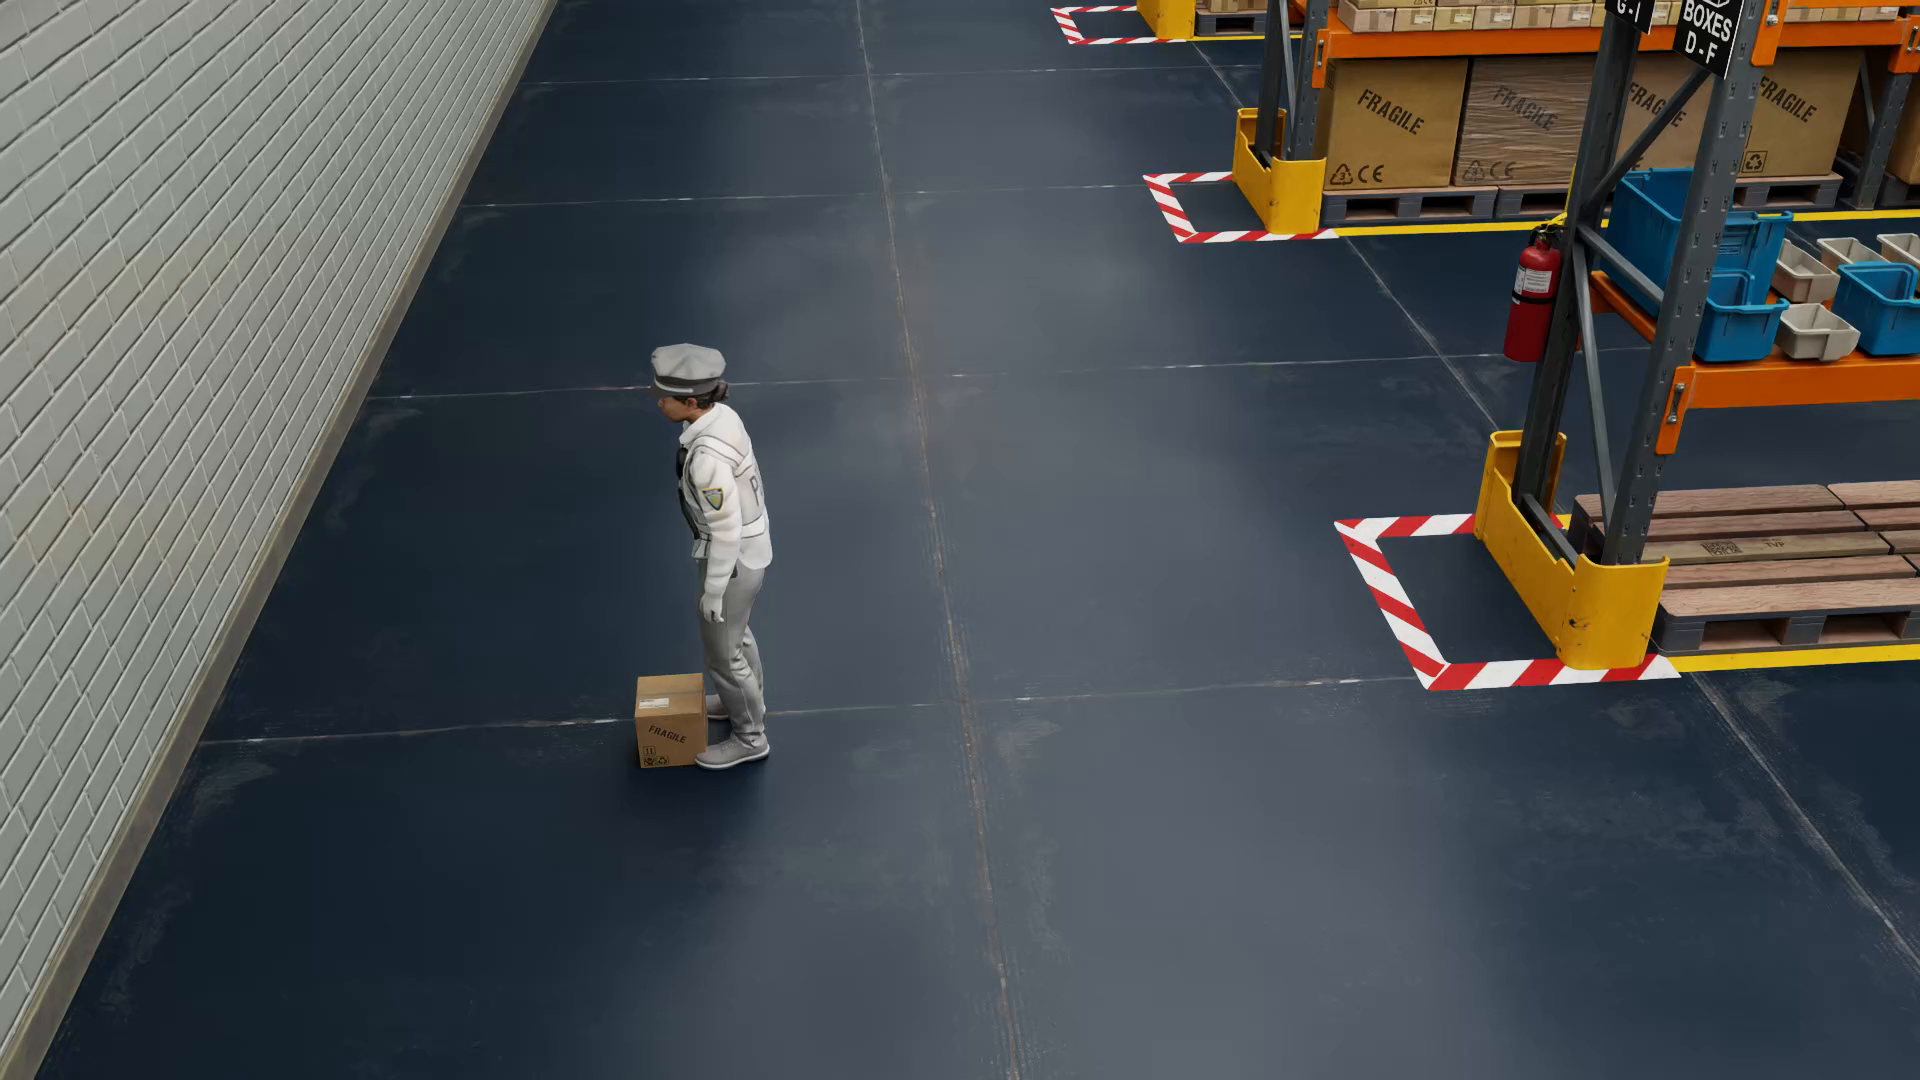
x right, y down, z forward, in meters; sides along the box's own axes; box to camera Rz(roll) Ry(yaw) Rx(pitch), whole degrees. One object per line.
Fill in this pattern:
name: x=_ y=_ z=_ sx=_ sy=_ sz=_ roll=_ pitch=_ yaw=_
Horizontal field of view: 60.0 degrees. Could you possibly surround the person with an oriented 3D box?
person: x=-0.866 y=0.073 z=6.011 sx=0.377 sy=1.662 sz=0.539 roll=-3 pitch=31 yaw=-6
